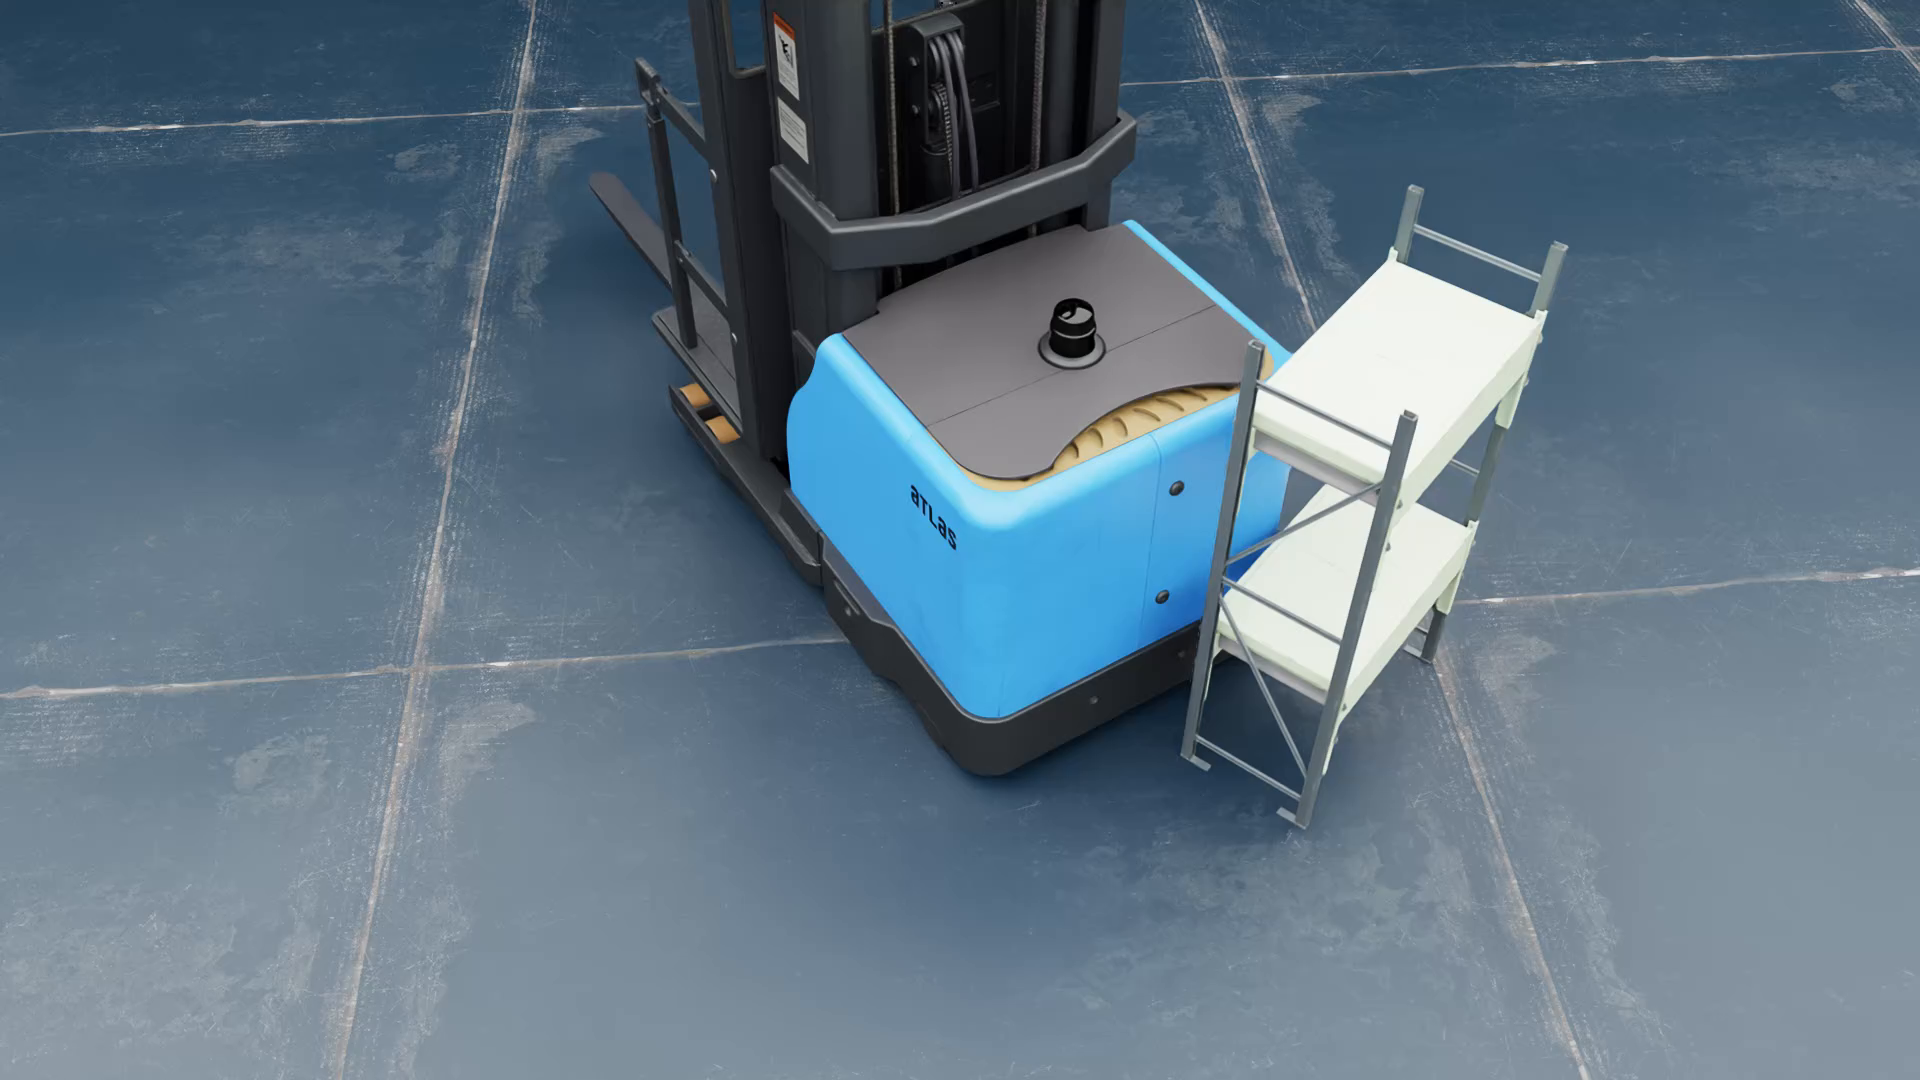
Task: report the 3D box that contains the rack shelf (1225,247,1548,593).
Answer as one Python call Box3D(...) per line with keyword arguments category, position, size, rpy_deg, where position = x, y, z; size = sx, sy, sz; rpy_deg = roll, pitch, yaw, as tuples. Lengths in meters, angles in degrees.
Box3D(category="rack shelf", position=(1.009, -0.302, 3.965), size=(0.431, 0.370, 0.720), rpy_deg=(30, 53, 25))

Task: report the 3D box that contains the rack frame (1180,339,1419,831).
Box3D(category="rack frame", position=(0.783, 0.175, 4.051), size=(0.400, 1.500, 0.023), rpy_deg=(30, 53, 25))

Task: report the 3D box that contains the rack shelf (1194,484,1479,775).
Box3D(category="rack shelf", position=(1.009, 0.190, 4.486), size=(0.431, 0.370, 0.720), rpy_deg=(30, 53, 25))

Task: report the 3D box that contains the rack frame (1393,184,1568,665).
Box3D(category="rack frame", position=(1.235, -0.243, 4.447), size=(0.400, 1.500, 0.023), rpy_deg=(30, 53, 25))

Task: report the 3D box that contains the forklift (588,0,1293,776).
Box3D(category="forklift", position=(-0.310, -1.418, 4.574), size=(1.130, 2.935, 3.031), rpy_deg=(-24, 51, -21))

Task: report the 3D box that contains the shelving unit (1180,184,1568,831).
Box3D(category="shelving unit", position=(1.009, -0.034, 4.249), size=(0.431, 1.500, 0.755), rpy_deg=(30, 53, 25))
